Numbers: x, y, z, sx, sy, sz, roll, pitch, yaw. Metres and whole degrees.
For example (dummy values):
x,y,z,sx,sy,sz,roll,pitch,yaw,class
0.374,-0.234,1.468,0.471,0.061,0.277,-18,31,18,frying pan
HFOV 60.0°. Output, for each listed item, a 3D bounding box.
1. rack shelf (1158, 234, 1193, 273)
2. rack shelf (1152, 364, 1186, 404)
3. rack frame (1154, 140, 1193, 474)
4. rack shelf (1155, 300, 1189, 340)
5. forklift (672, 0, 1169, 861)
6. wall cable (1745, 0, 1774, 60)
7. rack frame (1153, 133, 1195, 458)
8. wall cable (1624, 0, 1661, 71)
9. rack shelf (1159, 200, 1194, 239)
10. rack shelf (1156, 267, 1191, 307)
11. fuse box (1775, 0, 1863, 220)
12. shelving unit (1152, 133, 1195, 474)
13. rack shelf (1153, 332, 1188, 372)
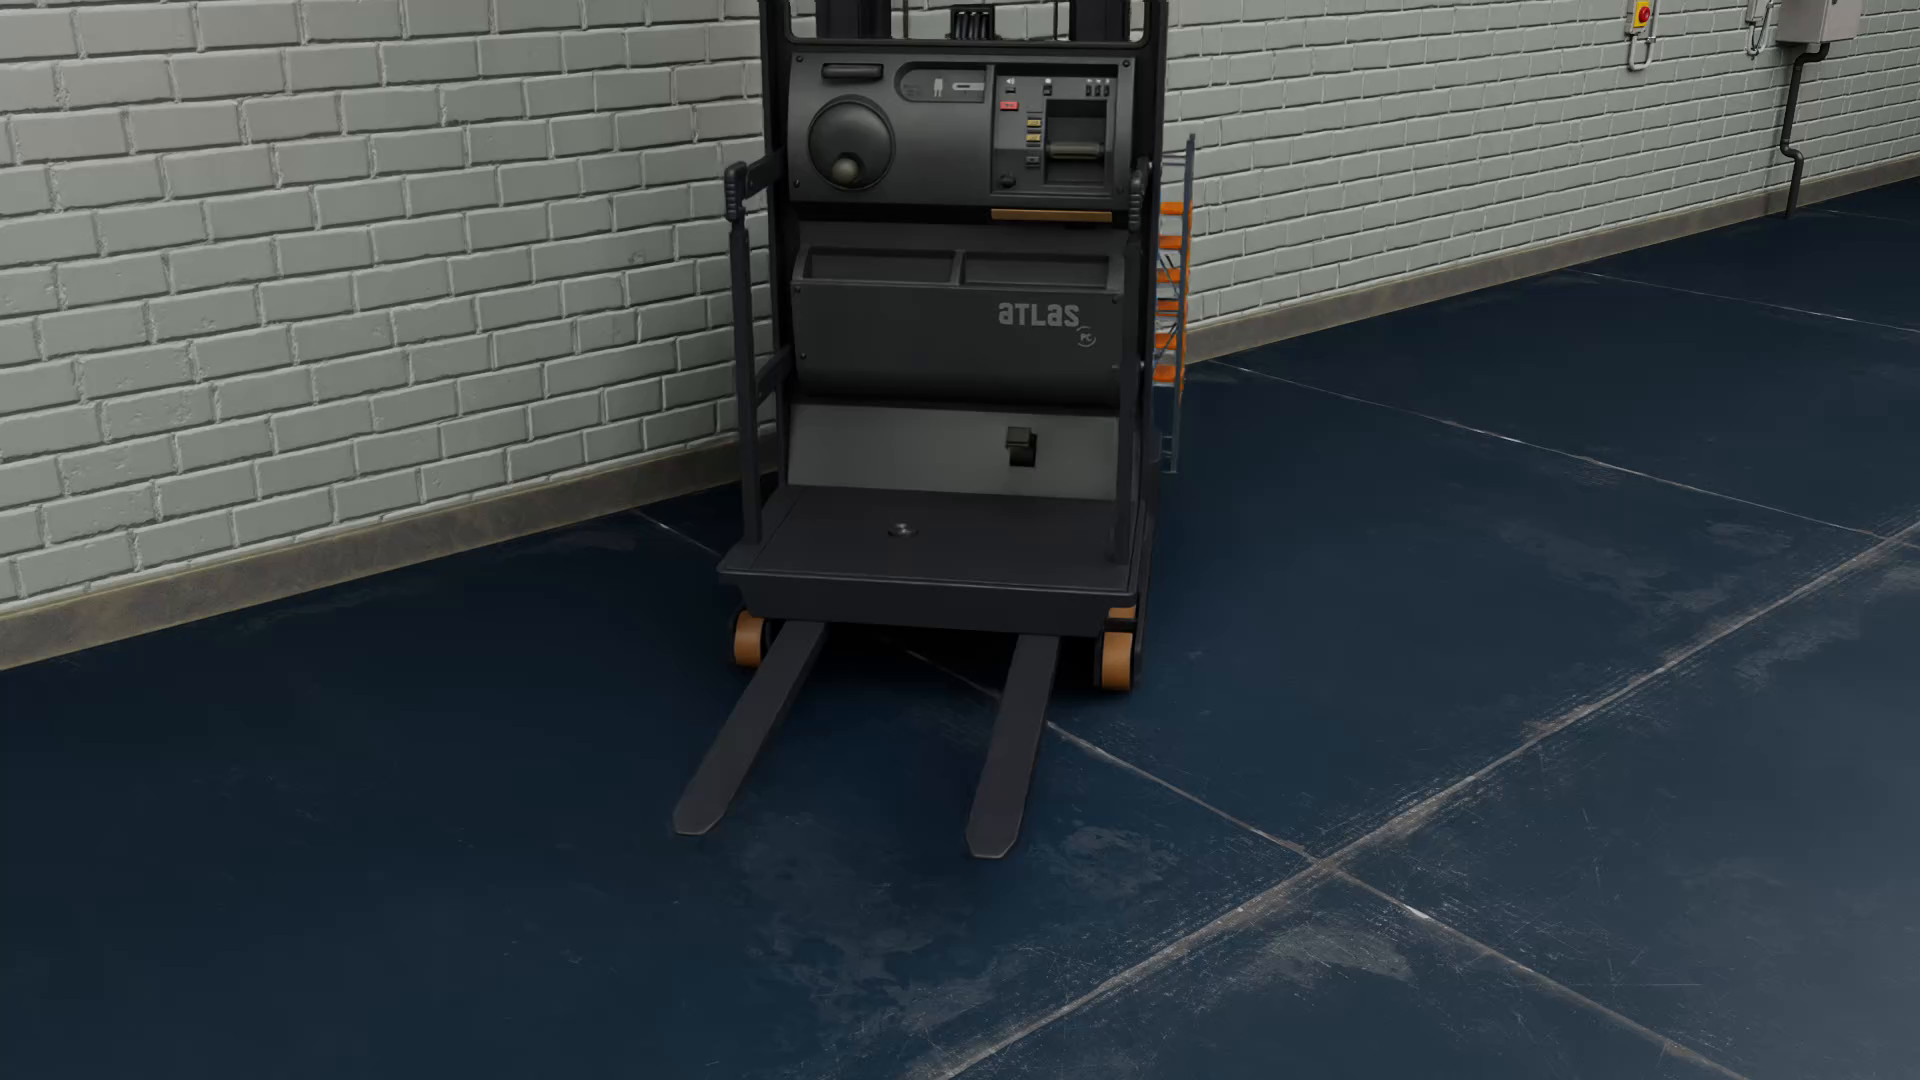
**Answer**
x,y,z,sx,sy,sz,roll,pitch,yaw,class
0.692,-1.025,5.920,0.258,0.103,0.180,4,22,10,rack shelf
0.692,-0.578,6.095,0.258,0.103,0.180,4,22,10,rack shelf
0.675,-0.810,5.908,0.240,1.200,0.006,4,22,10,rack frame
0.692,-0.802,6.008,0.258,0.103,0.180,4,22,10,rack shelf
-0.030,-1.094,4.259,1.130,2.935,3.031,3,22,8,forklift
4.813,-3.840,9.781,0.588,1.984,0.122,-17,27,-37,wall cable
0.708,-0.876,6.075,0.240,1.200,0.006,4,22,10,rack frame
3.746,-3.513,8.905,0.585,1.953,0.123,-17,27,-37,wall cable
0.692,-1.137,5.877,0.258,0.103,0.180,4,22,10,rack shelf
0.692,-0.914,5.964,0.258,0.103,0.180,4,22,10,rack shelf
5.433,-2.886,10.505,0.539,1.711,0.414,-17,27,-37,fuse box
0.692,-0.843,5.992,0.258,1.200,0.189,4,22,10,shelving unit
0.692,-0.690,6.052,0.258,0.103,0.180,4,22,10,rack shelf
